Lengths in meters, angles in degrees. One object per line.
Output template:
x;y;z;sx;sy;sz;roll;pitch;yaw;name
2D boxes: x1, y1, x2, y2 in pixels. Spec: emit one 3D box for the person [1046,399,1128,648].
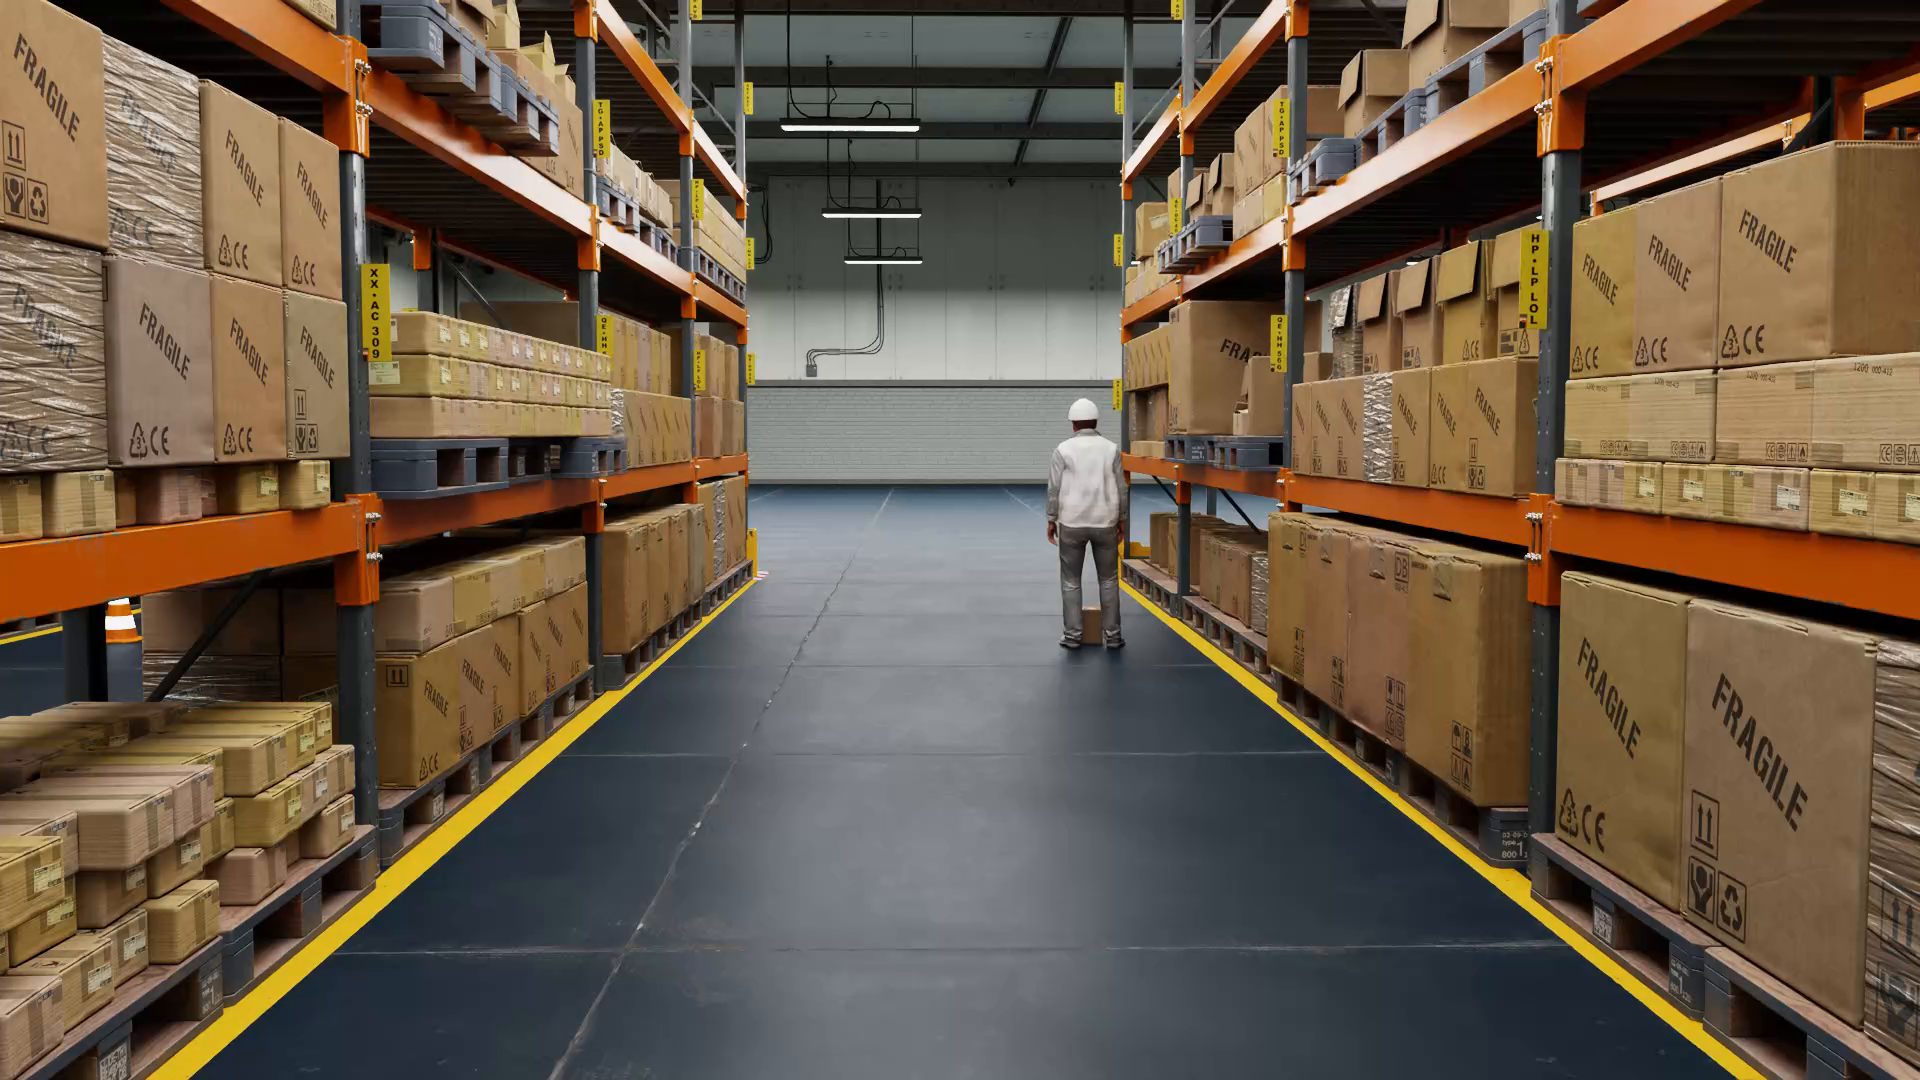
0.909;-0.121;11.881;0.592;1.773;0.457;0;4;-4;person
